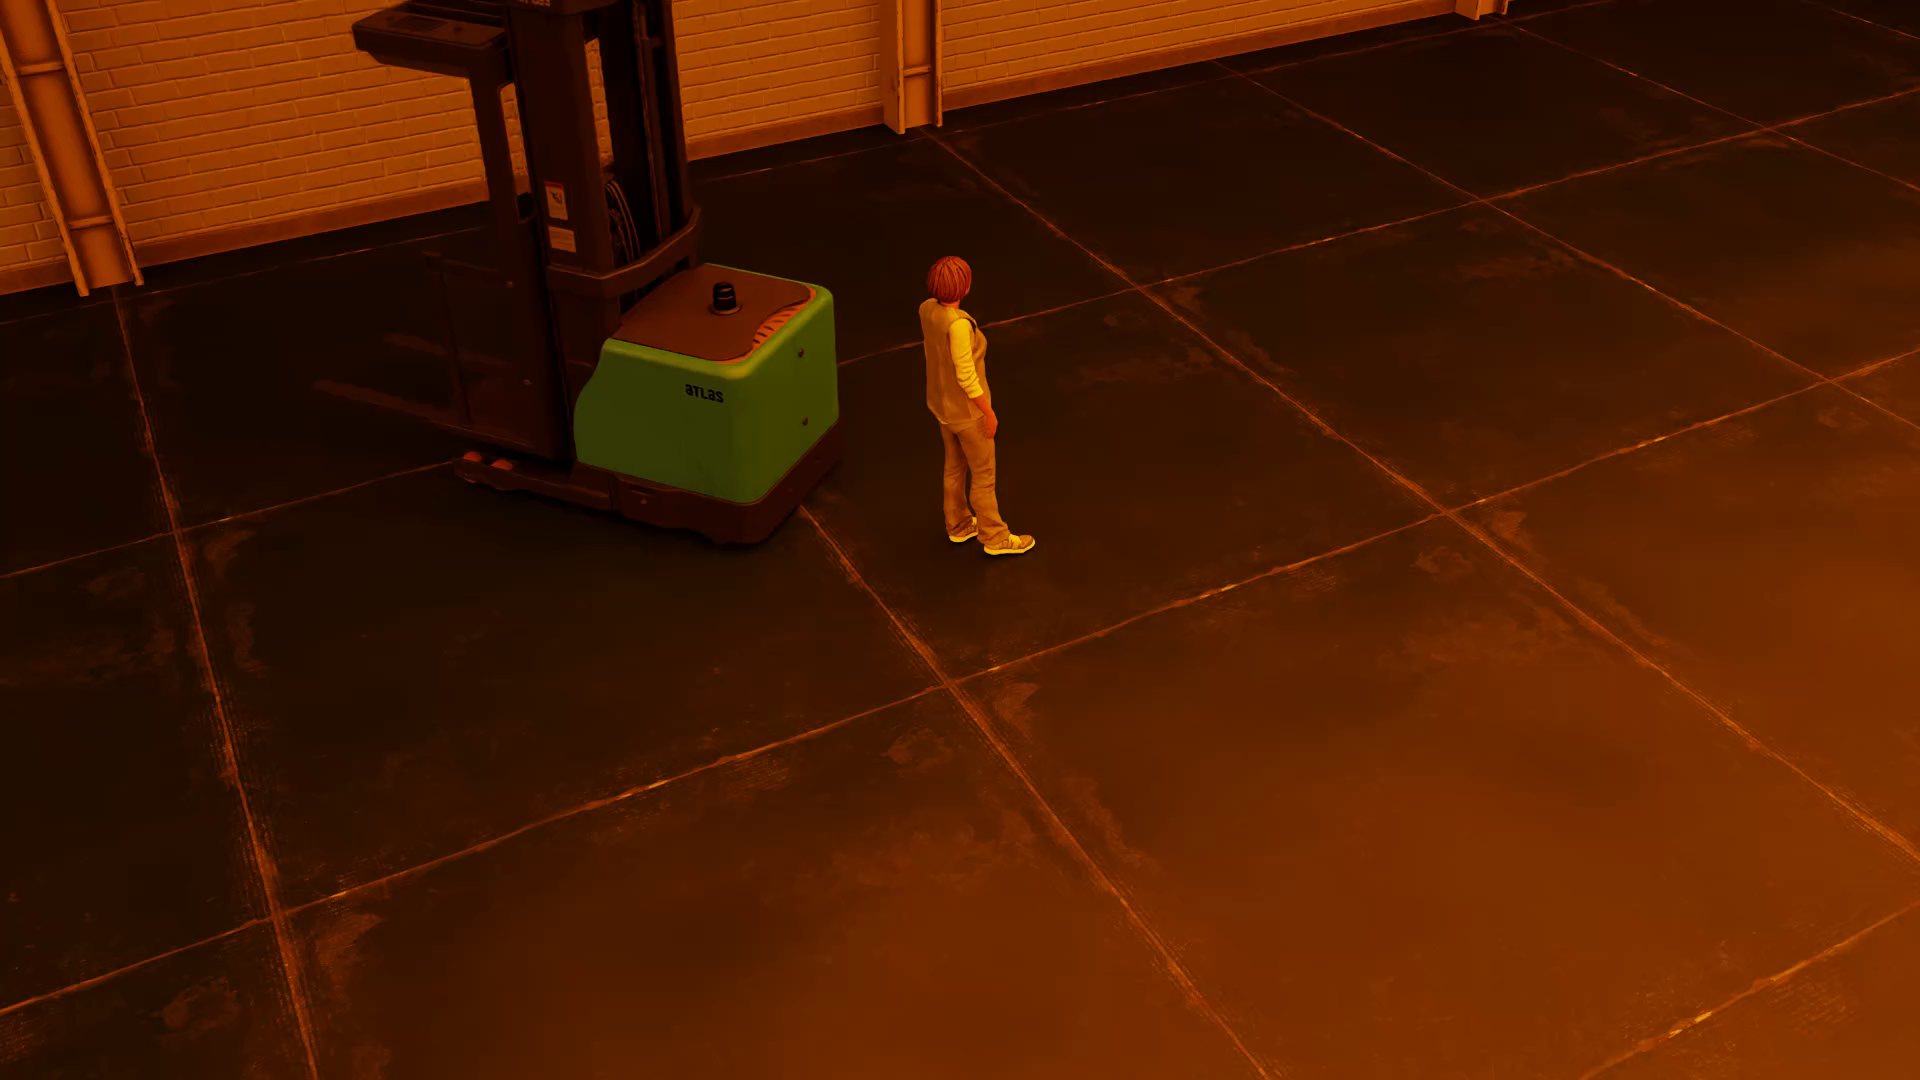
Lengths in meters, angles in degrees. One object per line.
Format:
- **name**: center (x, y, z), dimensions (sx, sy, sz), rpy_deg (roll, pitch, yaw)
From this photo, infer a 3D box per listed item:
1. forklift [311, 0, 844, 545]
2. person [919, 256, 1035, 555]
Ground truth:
- **forklift**: center (-2.208, -1.728, 8.567), dimensions (3.031, 2.935, 1.130), rpy_deg (14, 38, 19)
- **person**: center (0.073, -0.671, 8.216), dimensions (0.472, 1.600, 0.520), rpy_deg (-17, 39, -23)
